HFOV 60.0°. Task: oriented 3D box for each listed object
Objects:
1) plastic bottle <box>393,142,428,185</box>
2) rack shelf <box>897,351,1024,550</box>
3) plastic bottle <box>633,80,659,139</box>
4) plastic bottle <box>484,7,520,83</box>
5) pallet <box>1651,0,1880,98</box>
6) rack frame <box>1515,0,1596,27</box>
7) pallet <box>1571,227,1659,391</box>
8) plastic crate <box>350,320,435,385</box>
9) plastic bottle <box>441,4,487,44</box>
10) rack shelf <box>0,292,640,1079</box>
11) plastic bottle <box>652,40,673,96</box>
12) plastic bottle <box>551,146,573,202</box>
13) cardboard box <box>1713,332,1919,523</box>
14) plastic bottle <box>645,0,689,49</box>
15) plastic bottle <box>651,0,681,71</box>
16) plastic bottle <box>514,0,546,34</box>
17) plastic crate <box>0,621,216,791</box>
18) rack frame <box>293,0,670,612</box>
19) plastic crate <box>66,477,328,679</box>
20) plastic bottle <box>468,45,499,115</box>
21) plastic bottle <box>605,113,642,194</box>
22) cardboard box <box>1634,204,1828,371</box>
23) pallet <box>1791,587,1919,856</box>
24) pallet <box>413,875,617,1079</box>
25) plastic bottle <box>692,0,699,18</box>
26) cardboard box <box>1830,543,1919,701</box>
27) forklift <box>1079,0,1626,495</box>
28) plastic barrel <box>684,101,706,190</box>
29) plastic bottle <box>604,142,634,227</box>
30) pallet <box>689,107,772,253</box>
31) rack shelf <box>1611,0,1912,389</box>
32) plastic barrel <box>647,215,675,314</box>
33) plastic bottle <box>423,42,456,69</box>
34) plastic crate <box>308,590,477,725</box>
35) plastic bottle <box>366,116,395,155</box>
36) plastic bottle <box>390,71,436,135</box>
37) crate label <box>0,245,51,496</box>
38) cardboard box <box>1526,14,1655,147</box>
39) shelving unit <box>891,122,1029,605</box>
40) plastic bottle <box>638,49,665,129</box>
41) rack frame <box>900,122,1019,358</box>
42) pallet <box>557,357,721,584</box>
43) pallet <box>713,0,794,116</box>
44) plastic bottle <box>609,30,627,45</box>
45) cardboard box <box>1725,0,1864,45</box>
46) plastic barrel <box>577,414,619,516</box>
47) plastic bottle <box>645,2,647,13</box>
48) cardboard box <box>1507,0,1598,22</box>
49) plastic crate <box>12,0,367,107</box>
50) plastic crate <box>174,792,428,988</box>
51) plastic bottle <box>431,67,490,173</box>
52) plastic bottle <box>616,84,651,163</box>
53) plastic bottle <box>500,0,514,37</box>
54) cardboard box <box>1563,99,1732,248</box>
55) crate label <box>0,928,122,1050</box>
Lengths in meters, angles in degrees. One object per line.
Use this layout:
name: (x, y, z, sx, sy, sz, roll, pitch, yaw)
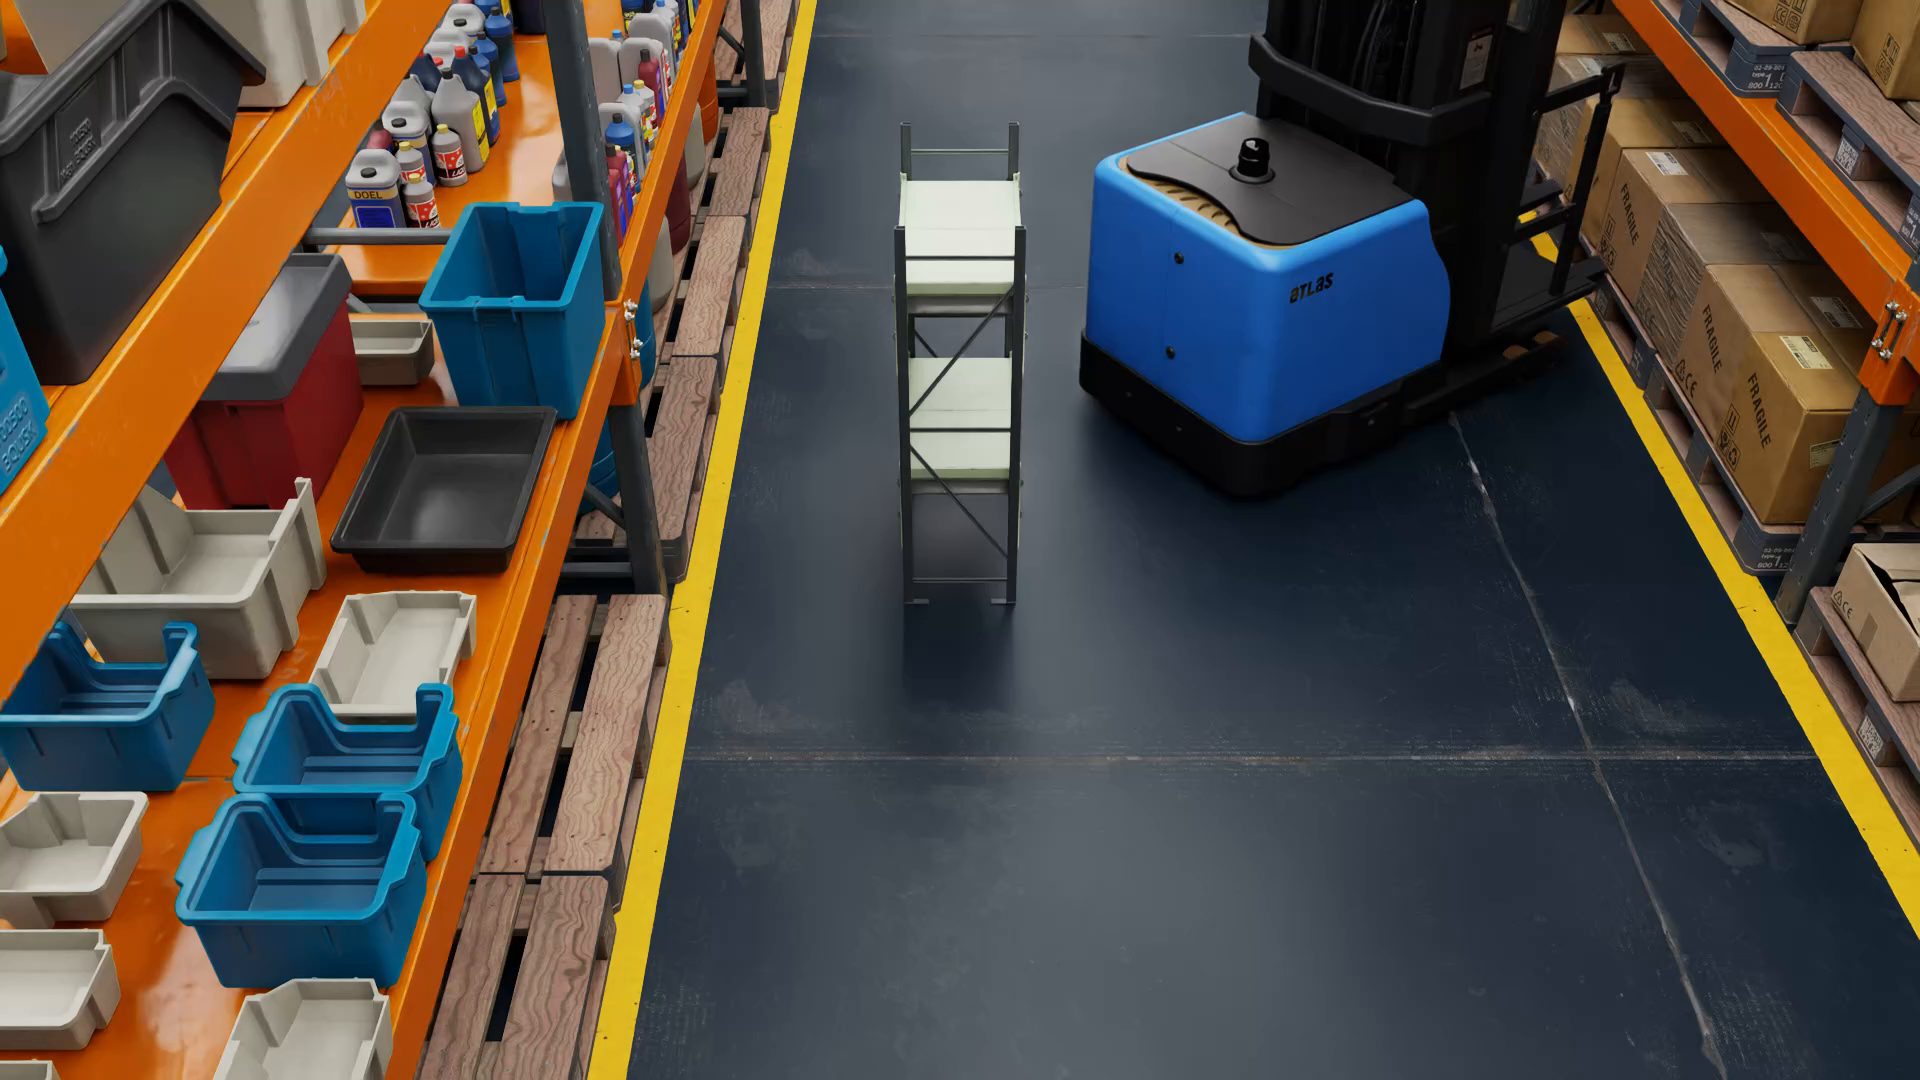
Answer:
plastic bottle: (-1.830, -1.226, 5.541, 0.097, 0.201, 0.097, 0, 39, 0)
rack shelf: (0.000, -0.335, 5.990, 0.431, 0.370, 0.720, 0, 39, 0)
plastic bottle: (-1.133, -1.537, 5.928, 0.097, 0.201, 0.097, 0, 39, 0)
plastic bottle: (-1.740, -1.883, 6.303, 0.097, 0.271, 0.097, 0, 39, 0)
pallet: (3.416, -2.113, 6.642, 1.003, 0.211, 1.213, 0, 39, 0)
rack frame: (3.409, -3.404, 8.100, 1.000, 3.000, 0.127, 0, 39, 0)
pallet: (3.371, -1.088, 7.439, 1.003, 0.211, 1.213, 0, 39, 0)
plastic crate: (-1.682, -0.531, 4.677, 0.396, 0.136, 0.243, 0, 39, 0)
plastic bottle: (-1.865, -1.873, 6.287, 0.152, 0.276, 0.135, 0, 39, 0)
rack shelf: (-1.537, 0.630, 3.641, 1.077, 0.370, 4.000, 0, 39, 0)
plastic bottle: (-1.133, -1.766, 6.213, 0.097, 0.201, 0.097, 0, 39, 0)
plastic bottle: (-1.216, -1.128, 5.299, 0.144, 0.351, 0.185, 0, 39, 0)
cardboard box: (3.126, -0.408, 6.007, 0.500, 0.500, 0.500, 0, 39, 0)
plastic bottle: (-1.157, -2.118, 6.534, 0.144, 0.351, 0.185, 0, 39, 0)
plastic bottle: (-1.133, -1.938, 6.372, 0.097, 0.271, 0.097, 0, 39, 0)
plastic bottle: (-1.717, -2.230, 6.674, 0.144, 0.351, 0.185, 0, 39, 0)
plastic crate: (-1.794, 0.357, 3.491, 0.416, 0.233, 0.300, 0, 39, 0)
rack frame: (-1.540, -0.902, 4.977, 1.000, 3.000, 0.127, 0, 39, 0)
plastic crate: (-1.722, 0.076, 3.803, 0.437, 0.282, 0.530, 0, 39, 0)
plastic bottle: (-1.740, -1.653, 6.017, 0.097, 0.271, 0.097, 0, 39, 0)
plastic bottle: (-1.132, -1.298, 5.573, 0.097, 0.271, 0.097, 0, 39, 0)
cardboard box: (3.134, -1.030, 6.784, 0.500, 0.500, 0.500, 0, 39, 1)
pallet: (3.413, 0.615, 5.314, 1.003, 0.211, 1.213, 0, 39, 0)
pallet: (-1.496, 1.411, 4.320, 1.003, 0.211, 1.213, 0, 39, 0)
plastic bottle: (-1.157, -2.317, 6.782, 0.144, 0.351, 0.185, 0, 39, 0)
cardboard box: (3.198, 0.237, 5.354, 0.500, 0.311, 0.500, 0, 39, 0)
forklift: (1.992, -2.049, 6.464, 3.031, 2.935, 1.130, -24, 45, -27)
plastic barrel: (-1.437, -1.937, 7.922, 0.421, 0.512, 0.421, 0, 39, 0)
plastic bottle: (-1.114, -1.169, 5.404, 0.061, 0.283, 0.133, 0, 39, 0)
pallet: (-1.502, -1.822, 8.355, 1.003, 0.211, 1.213, 0, 39, 0)
rack shelf: (3.411, -1.873, 6.764, 1.077, 0.370, 4.000, 0, 39, 0)
plastic barrel: (-1.435, -1.231, 7.041, 0.421, 0.512, 0.421, 0, 39, 0)
plastic bottle: (-1.864, -1.643, 6.001, 0.152, 0.276, 0.135, 0, 39, 0)
plastic crate: (-1.237, 0.266, 3.682, 0.293, 0.136, 0.466, 0, 39, 0)
plastic bottle: (-1.909, -1.247, 5.501, 0.061, 0.283, 0.133, 0, 39, 0)
plastic bottle: (-1.868, -1.457, 5.709, 0.144, 0.351, 0.185, 0, 39, 0)
crate label: (-1.213, -0.090, 1.684, 0.408, 0.251, 0.502, 0, 39, 0)
cardboard box: (3.124, -2.316, 8.388, 0.500, 0.500, 0.500, 2, 39, 2)
shelving unit: (0.000, -0.589, 5.786, 0.431, 1.500, 0.755, 0, 39, 0)
plastic bottle: (-1.115, -1.641, 5.993, 0.061, 0.283, 0.133, 0, 39, 0)
rack frame: (0.000, -0.818, 6.072, 0.400, 1.500, 0.023, 0, 39, 0)
pallet: (-1.499, -0.296, 6.451, 1.003, 0.211, 1.213, 0, 39, 0)
pallet: (-1.506, -2.799, 9.575, 1.003, 0.211, 1.213, 0, 39, 0)
plastic bottle: (-1.285, -1.826, 6.289, 0.097, 0.201, 0.097, 0, 39, 0)
cardboard box: (3.350, -2.211, 6.194, 0.700, 0.500, 0.500, -9, 40, -11)
plastic barrel: (-1.523, -0.587, 5.926, 0.600, 0.901, 0.708, 0, 39, 0)
plastic bottle: (-1.260, -2.275, 6.783, 0.061, 0.283, 0.133, 0, 39, 0)
cardboard box: (3.162, -3.042, 9.061, 0.500, 0.311, 0.500, 1, 39, 1)
plastic crate: (-1.229, -0.911, 2.684, 0.437, 0.282, 0.530, 0, 39, 0)
plastic crate: (-1.208, 0.664, 3.109, 0.416, 0.233, 0.300, 0, 39, 0)
plastic bottle: (-1.724, -1.457, 5.709, 0.144, 0.351, 0.185, 0, 39, 0)
plastic bottle: (-1.132, -1.443, 5.754, 0.097, 0.271, 0.097, 0, 39, 0)
plastic bottle: (-1.869, -2.146, 6.569, 0.144, 0.351, 0.185, 0, 39, 0)
cardboard box: (3.126, -1.675, 7.588, 0.500, 0.500, 0.500, -1, 39, -1)
crate label: (-1.728, 0.814, 2.999, 0.396, 0.136, 0.243, 0, 39, 0)
